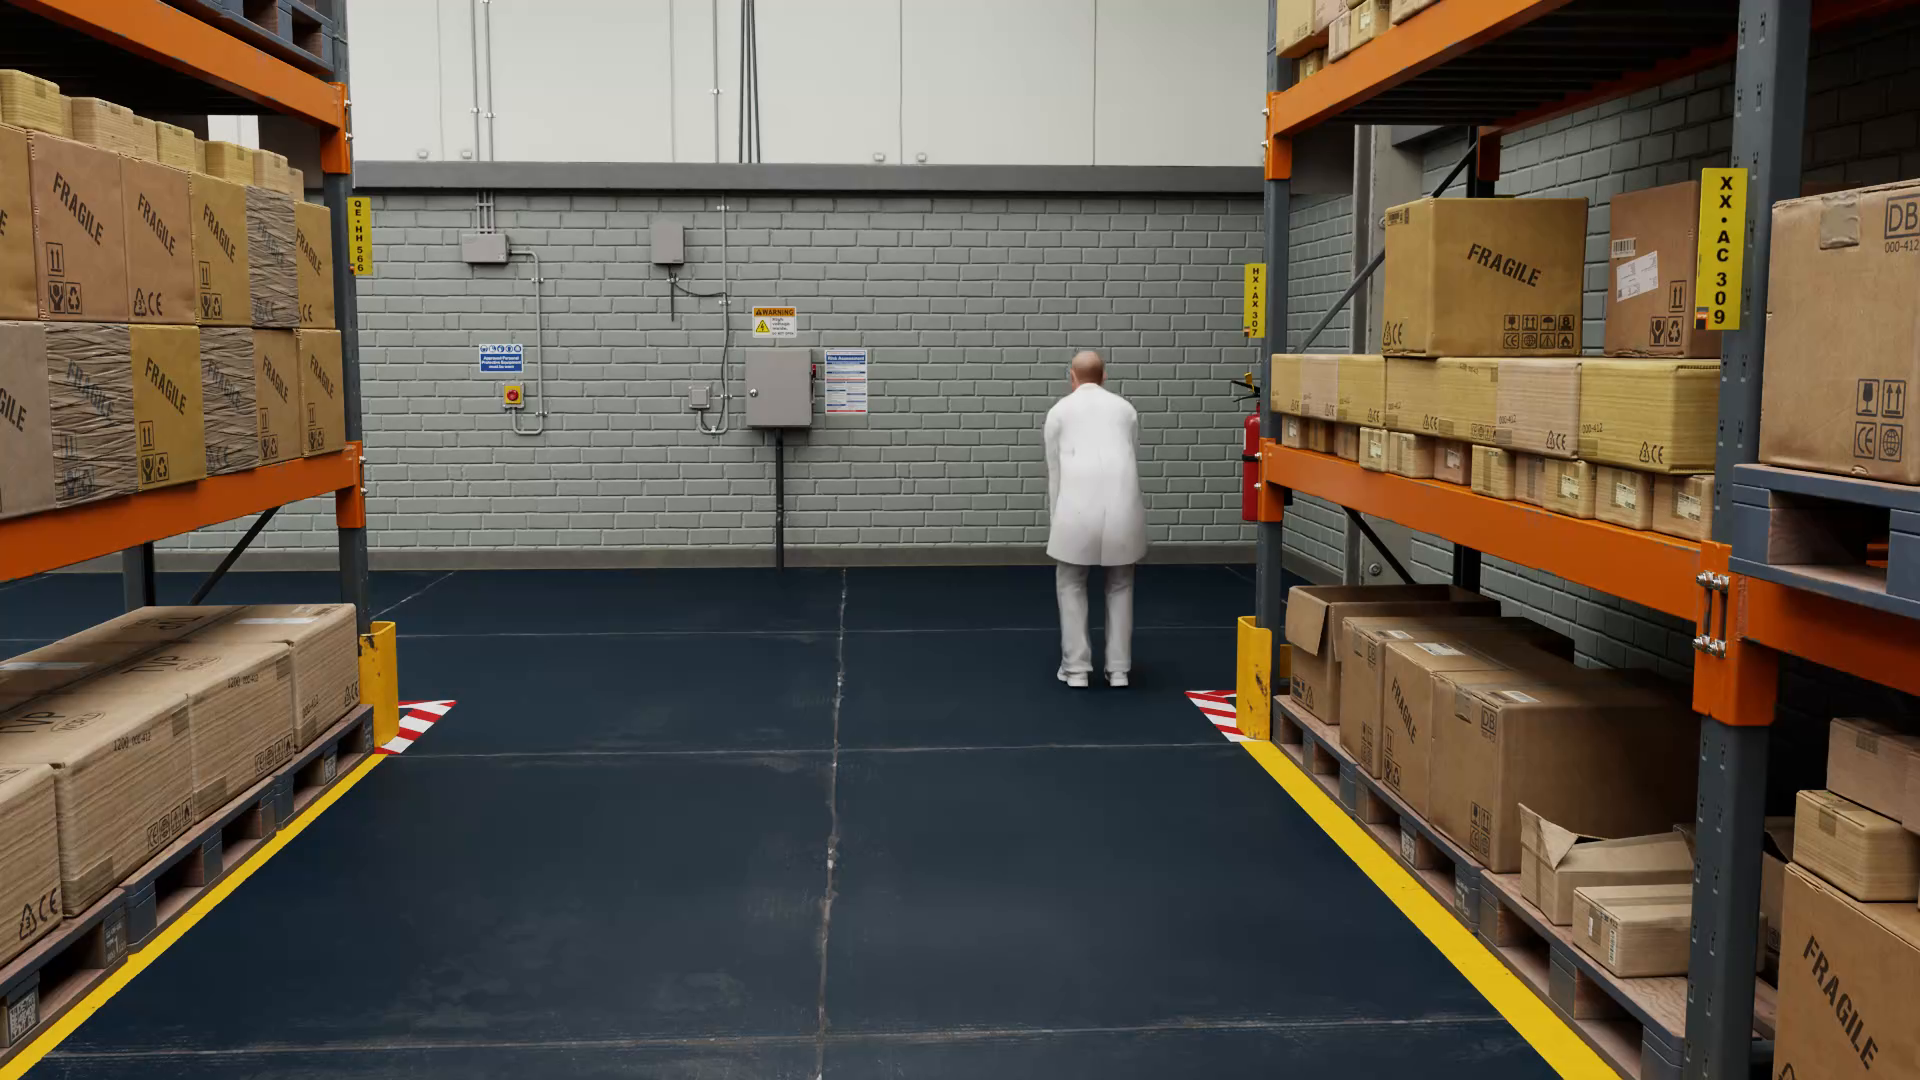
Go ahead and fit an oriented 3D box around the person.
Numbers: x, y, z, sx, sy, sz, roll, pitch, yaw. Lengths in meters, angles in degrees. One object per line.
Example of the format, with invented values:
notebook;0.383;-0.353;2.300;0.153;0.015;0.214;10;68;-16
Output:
person;0.695;-0.114;8.559;0.526;1.718;0.609;-1;7;-5
